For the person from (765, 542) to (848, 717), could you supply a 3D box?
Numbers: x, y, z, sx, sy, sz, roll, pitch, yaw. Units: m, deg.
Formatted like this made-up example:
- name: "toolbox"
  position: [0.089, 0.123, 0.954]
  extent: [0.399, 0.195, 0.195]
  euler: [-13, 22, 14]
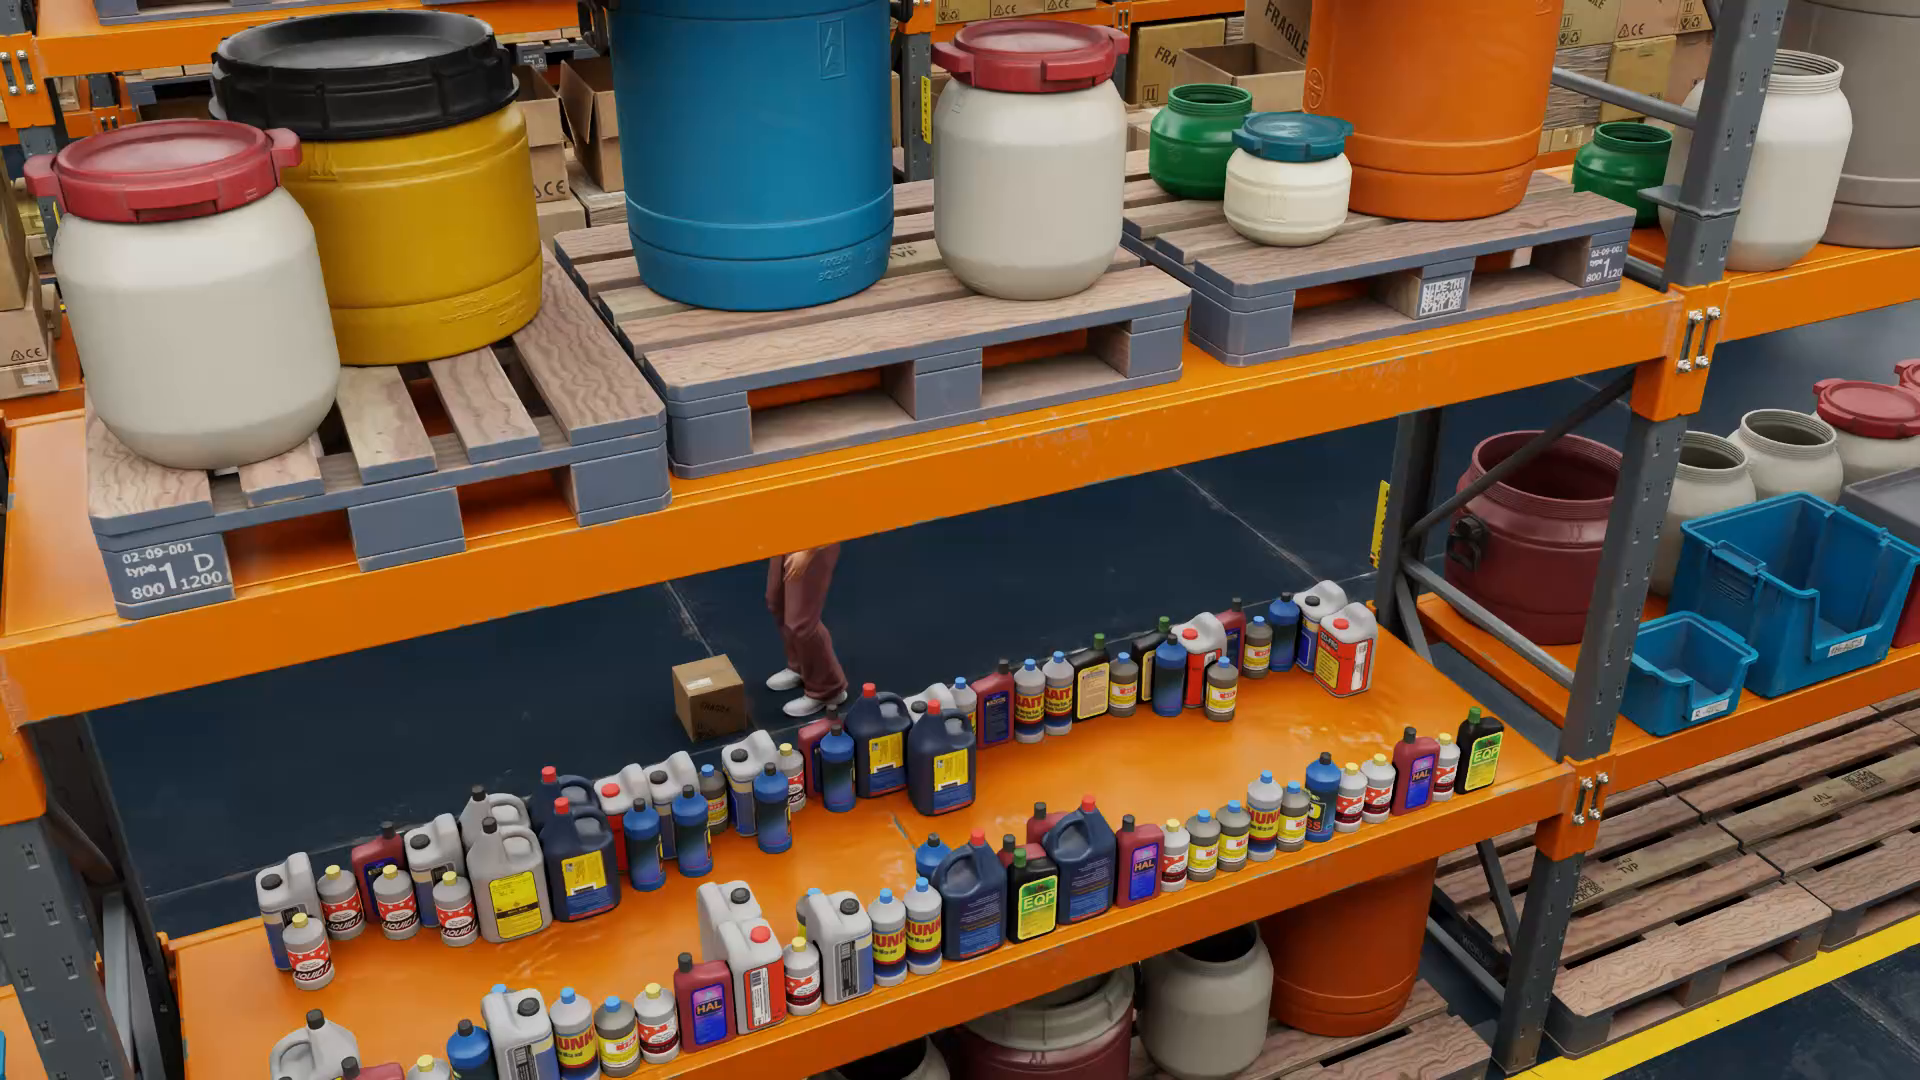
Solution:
- name: "person"
  position: [-0.676, 0.000, 7.161]
  extent: [0.347, 1.652, 0.460]
  euler: [-12, 32, -21]
